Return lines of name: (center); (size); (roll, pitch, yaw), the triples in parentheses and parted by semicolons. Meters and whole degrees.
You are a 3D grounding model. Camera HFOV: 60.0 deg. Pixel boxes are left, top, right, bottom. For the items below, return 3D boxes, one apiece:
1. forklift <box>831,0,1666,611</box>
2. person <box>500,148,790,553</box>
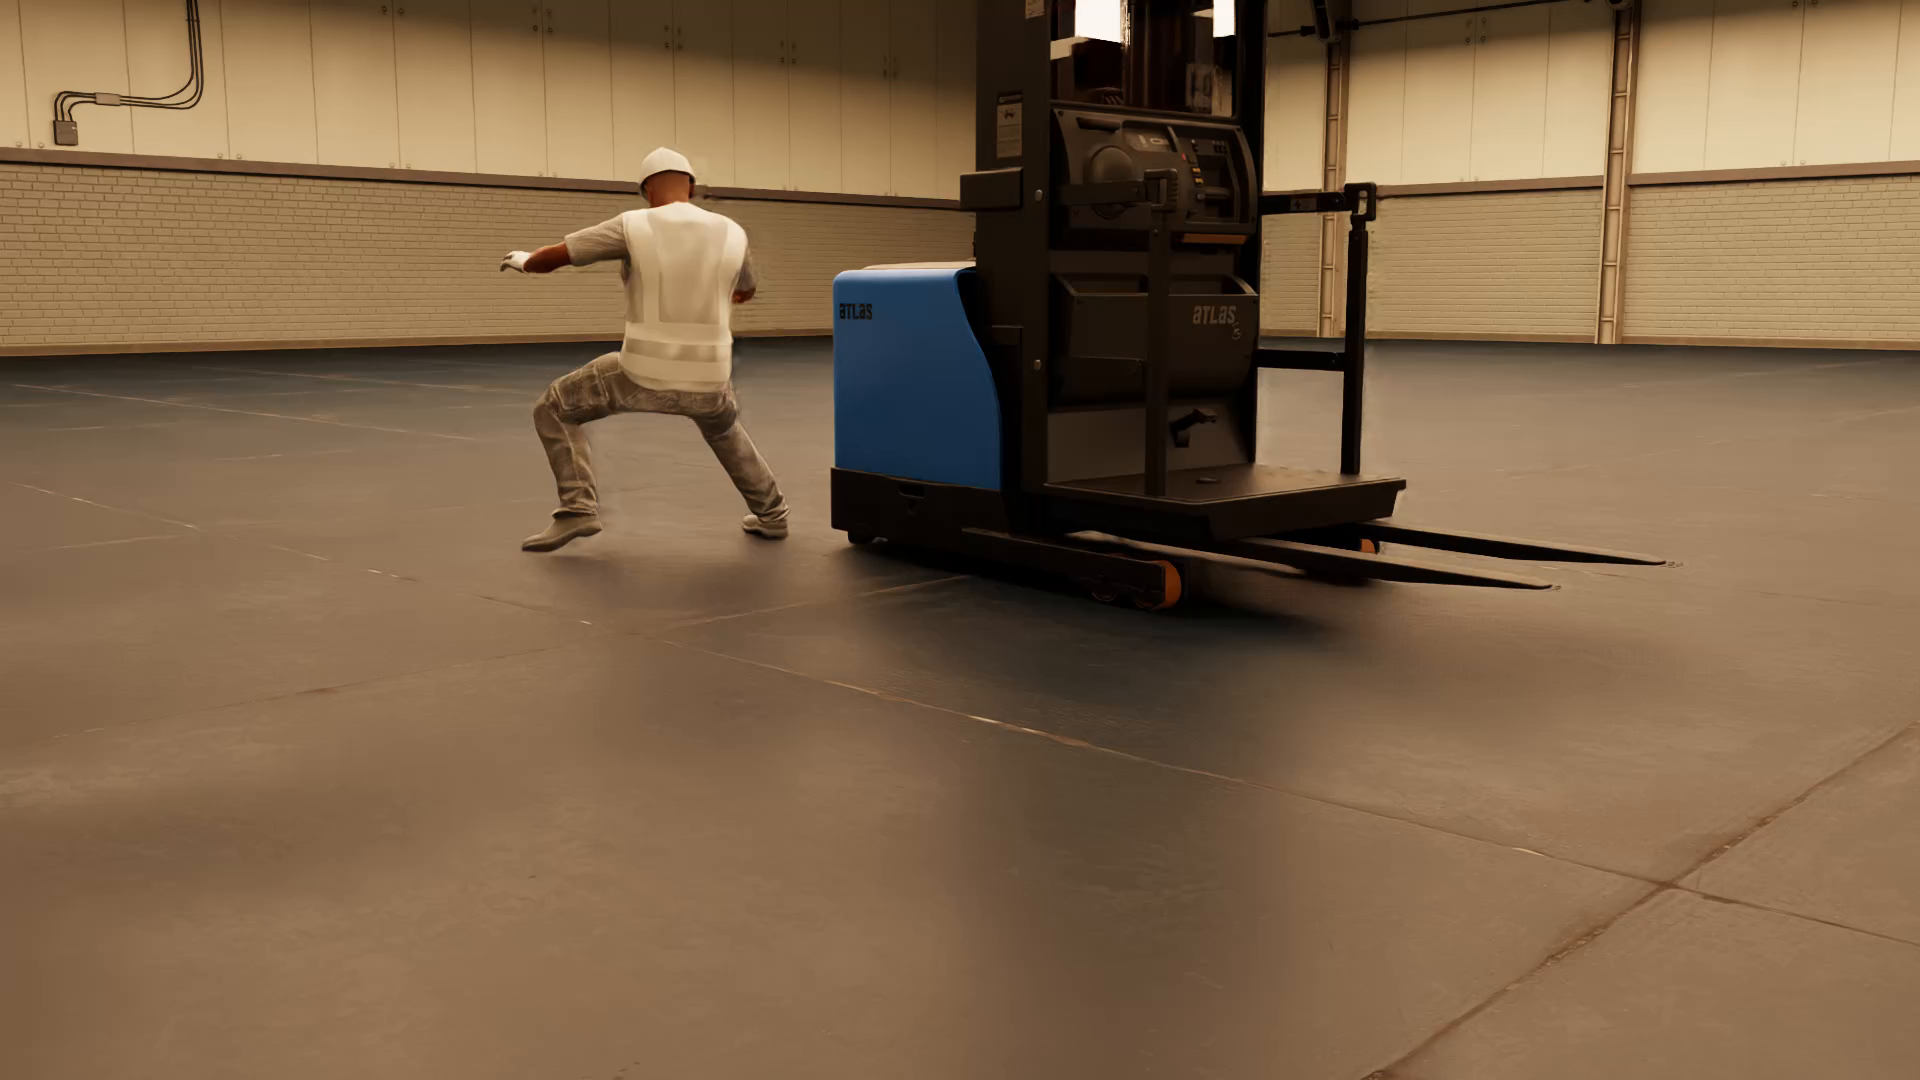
forklift: (0.821, -1.309, 5.565); (1.130, 2.935, 3.031); (-7, 11, -39)
person: (-1.171, -0.730, 6.417); (1.132, 1.527, 0.737); (-5, 10, -28)
